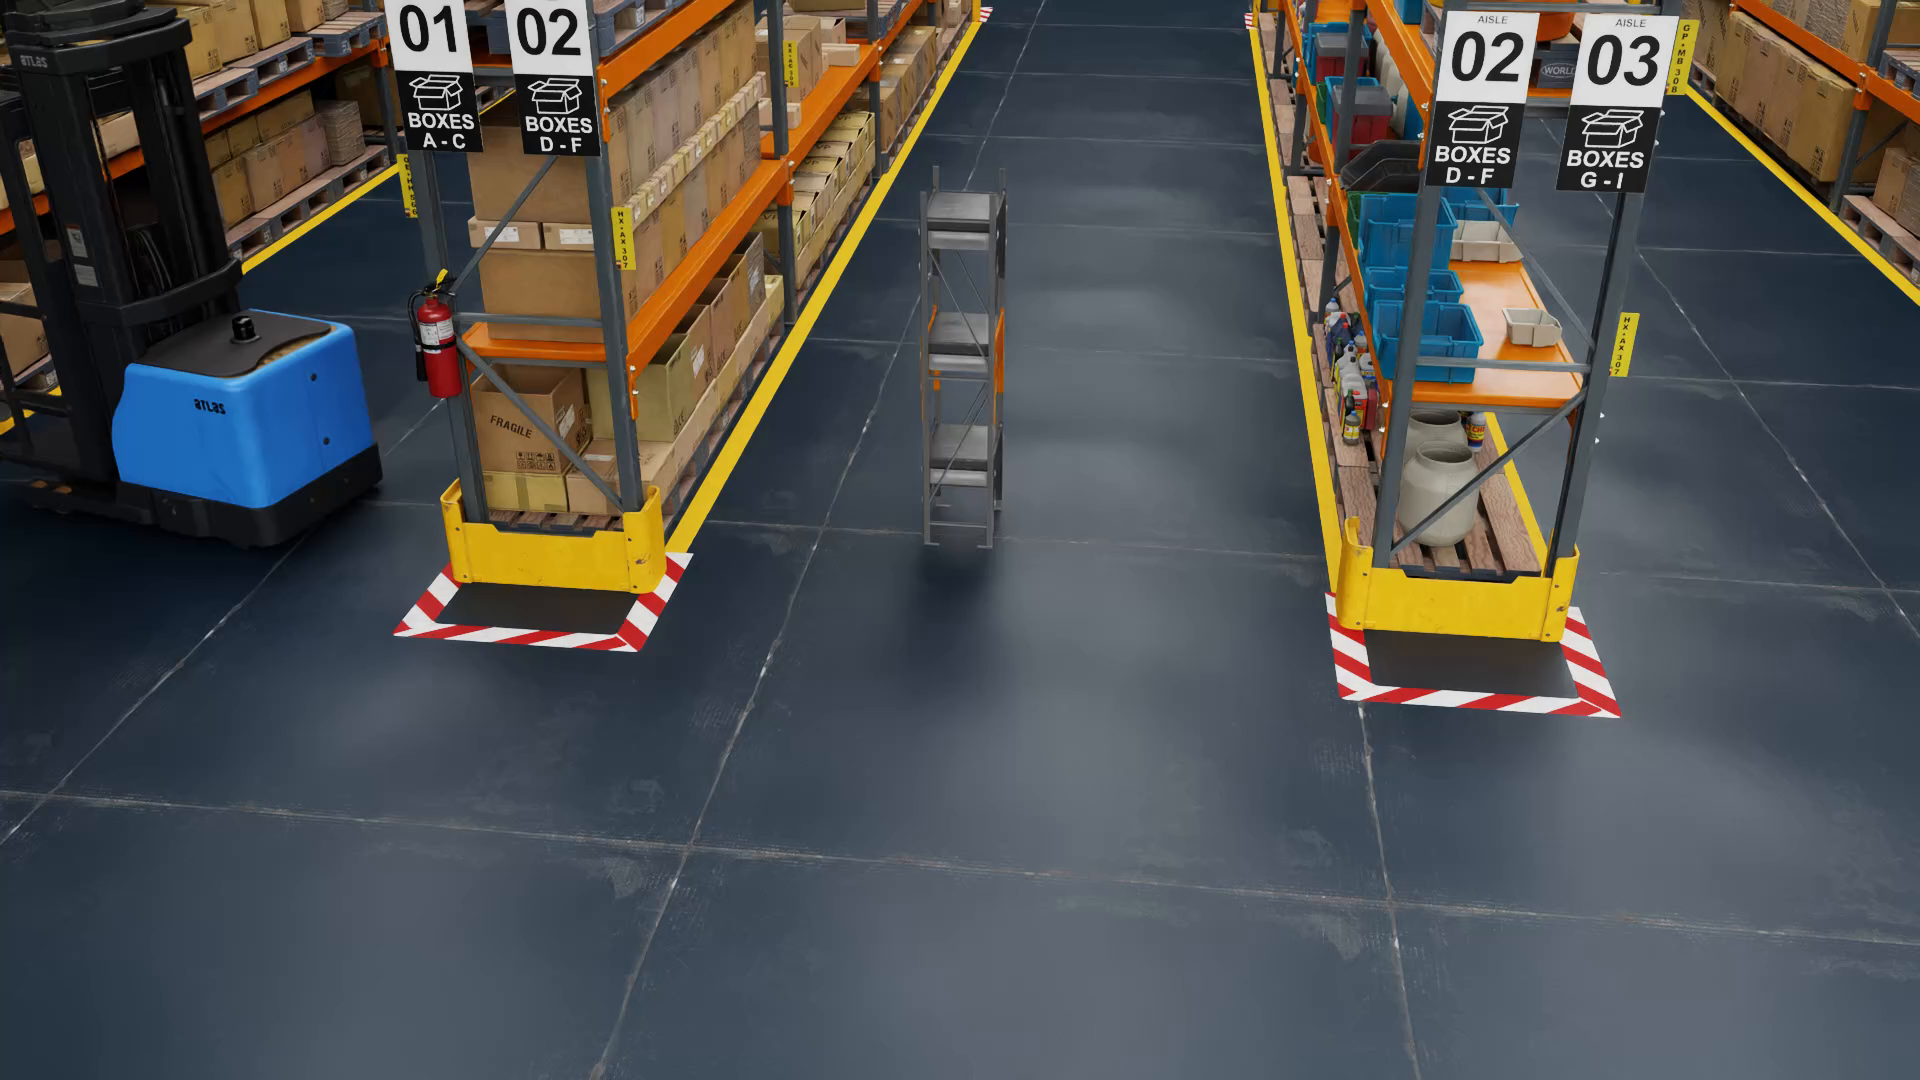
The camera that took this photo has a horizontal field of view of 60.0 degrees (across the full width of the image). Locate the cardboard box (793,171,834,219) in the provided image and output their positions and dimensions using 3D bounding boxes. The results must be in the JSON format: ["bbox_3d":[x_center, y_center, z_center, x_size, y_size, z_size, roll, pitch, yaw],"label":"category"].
[{"bbox_3d":[-1.338,-2.909,13.853,0.500,0.311,0.500,2,28,5],"label":"cardboard box"}]

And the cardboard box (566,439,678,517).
[{"bbox_3d":[-1.968,-0.360,9.712,0.500,0.250,0.500,3,28,6],"label":"cardboard box"}]

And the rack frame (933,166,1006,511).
[{"bbox_3d":[0.050,-1.117,9.610,0.400,2.100,0.015,3,28,6],"label":"rack frame"}]

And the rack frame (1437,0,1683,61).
[{"bbox_3d":[2.661,-3.498,6.754,1.000,3.000,0.127,3,28,6],"label":"rack frame"}]

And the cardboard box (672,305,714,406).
[{"bbox_3d":[-1.861,-1.162,10.409,0.500,0.500,0.500,3,28,6],"label":"cardboard box"}]

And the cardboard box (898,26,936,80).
[{"bbox_3d":[-0.561,-5.639,19.226,0.500,0.500,0.500,3,28,6],"label":"cardboard box"}]

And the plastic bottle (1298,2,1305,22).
[{"bbox_3d":[3.411,-5.233,16.510,0.097,0.201,0.097,0,28,0],"label":"plastic bottle"}]

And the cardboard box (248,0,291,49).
[{"bbox_3d":[-6.370,-4.626,14.605,0.700,0.500,0.500,3,28,6],"label":"cardboard box"}]

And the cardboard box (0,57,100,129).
[{"bbox_3d":[-6.488,-3.112,11.711,0.500,0.500,0.500,3,28,6],"label":"cardboard box"}]

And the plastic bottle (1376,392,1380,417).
[{"bbox_3d":[2.652,-0.892,10.730,0.097,0.201,0.097,0,28,0],"label":"plastic bottle"}]

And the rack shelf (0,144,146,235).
[{"bbox_3d":[-6.927,-2.057,11.164,1.077,0.370,4.000,3,28,6],"label":"rack shelf"}]

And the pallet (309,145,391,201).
[{"bbox_3d":[-6.289,-3.603,16.215,1.003,0.211,1.213,3,28,6],"label":"pallet"}]

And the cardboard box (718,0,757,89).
[{"bbox_3d":[-1.813,-3.435,11.490,0.700,0.500,0.500,3,29,6],"label":"cardboard box"}]

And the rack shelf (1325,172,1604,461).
[{"bbox_3d":[2.906,-1.481,10.095,1.077,0.370,4.000,3,28,6],"label":"rack shelf"}]

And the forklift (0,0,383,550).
[{"bbox_3d":[-5.147,-1.667,9.754,3.031,2.935,1.130,11,30,19],"label":"forklift"}]

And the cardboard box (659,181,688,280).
[{"bbox_3d":[-2.059,-1.890,9.990,0.700,0.500,0.500,4,29,7],"label":"cardboard box"}]

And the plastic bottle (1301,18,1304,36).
[{"bbox_3d":[3.340,-4.958,15.999,0.097,0.201,0.097,0,28,0],"label":"plastic bottle"}]

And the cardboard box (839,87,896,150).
[{"bbox_3d":[-0.935,-4.203,16.560,0.500,0.500,0.500,5,29,8],"label":"cardboard box"}]

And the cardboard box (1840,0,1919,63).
[{"bbox_3d":[8.371,-4.625,15.067,0.500,0.500,0.500,4,29,8],"label":"cardboard box"}]

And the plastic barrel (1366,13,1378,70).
[{"bbox_3d":[3.885,-4.446,14.697,0.600,0.536,0.708,3,28,6],"label":"plastic barrel"}]

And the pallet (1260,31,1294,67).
[{"bbox_3d":[4.330,-6.202,21.039,1.003,0.211,1.213,3,28,6],"label":"pallet"}]

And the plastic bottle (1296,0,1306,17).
[{"bbox_3d":[3.468,-5.426,16.711,0.144,0.351,0.185,3,28,6],"label":"plastic bottle"}]

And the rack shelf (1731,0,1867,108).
[{"bbox_3d":[8.802,-4.959,16.551,1.077,0.370,4.000,3,28,6],"label":"rack shelf"}]

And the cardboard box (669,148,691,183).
[{"bbox_3d":[-1.837,-2.254,9.982,0.380,0.149,0.250,3,28,6],"label":"cardboard box"}]

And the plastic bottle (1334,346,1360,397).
[{"bbox_3d":[2.565,-1.122,10.999,0.144,0.351,0.185,3,28,6],"label":"plastic bottle"}]

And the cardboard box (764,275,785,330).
[{"bbox_3d":[-1.605,-1.772,12.334,0.500,0.250,0.500,3,28,6],"label":"cardboard box"}]

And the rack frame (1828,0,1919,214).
[{"bbox_3d":[8.557,-4.334,14.633,1.000,3.000,0.127,3,28,6],"label":"rack frame"}]

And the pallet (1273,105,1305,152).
[{"bbox_3d":[3.848,-4.341,17.585,1.003,0.211,1.213,3,28,6],"label":"pallet"}]

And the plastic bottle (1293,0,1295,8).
[{"bbox_3d":[3.513,-5.655,17.219,0.097,0.271,0.097,0,28,0],"label":"plastic bottle"}]

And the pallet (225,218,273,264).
[{"bbox_3d":[-6.588,-2.454,14.083,1.003,0.211,1.213,3,28,6],"label":"pallet"}]

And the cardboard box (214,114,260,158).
[{"bbox_3d":[-6.497,-3.539,14.537,0.500,0.250,0.500,3,28,5],"label":"cardboard box"}]

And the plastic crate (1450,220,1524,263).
[{"bbox_3d":[3.203,-1.844,10.289,0.530,0.136,0.437,3,28,6],"label":"plastic crate"}]

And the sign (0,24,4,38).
[{"bbox_3d":[-7.233,-3.855,12.523,0.100,0.325,0.005,3,28,6],"label":"sign"}]

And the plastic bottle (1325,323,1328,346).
[{"bbox_3d":[2.652,-1.481,11.823,0.097,0.201,0.097,0,28,0],"label":"plastic bottle"}]

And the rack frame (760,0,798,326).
[{"bbox_3d":[-1.765,-3.029,12.210,1.000,3.000,0.127,3,28,6],"label":"rack frame"}]

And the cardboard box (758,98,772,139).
[{"bbox_3d":[-1.748,-3.197,12.680,0.500,0.250,0.500,5,29,9],"label":"cardboard box"}]

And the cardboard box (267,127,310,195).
[{"bbox_3d":[-6.439,-3.478,15.215,0.700,0.500,0.500,3,28,6],"label":"cardboard box"}]

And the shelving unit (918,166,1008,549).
[{"bbox_3d":[0.020,-1.002,9.397,0.431,2.100,0.503,3,28,6],"label":"shelving unit"}]

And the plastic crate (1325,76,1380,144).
[{"bbox_3d":[2.977,-3.270,12.673,0.392,0.384,0.575,3,28,6],"label":"plastic crate"}]

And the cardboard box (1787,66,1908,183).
[{"bbox_3d":[8.662,-3.908,15.638,1.225,0.875,0.875,2,28,4],"label":"cardboard box"}]

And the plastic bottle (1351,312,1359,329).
[{"bbox_3d":[2.770,-1.453,11.685,0.061,0.283,0.133,3,28,6],"label":"plastic bottle"}]

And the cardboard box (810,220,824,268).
[{"bbox_3d":[-1.405,-2.419,13.535,0.500,0.250,0.500,4,29,7],"label":"cardboard box"}]

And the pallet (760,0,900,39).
[{"bbox_3d":[-1.261,-5.151,16.350,1.213,0.211,1.003,3,28,6],"label":"pallet"}]

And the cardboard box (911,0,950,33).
[{"bbox_3d":[-0.559,-6.774,21.329,0.797,0.503,0.637,3,28,6],"label":"cardboard box"}]

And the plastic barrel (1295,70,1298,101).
[{"bbox_3d":[3.961,-5.178,17.968,0.600,0.901,0.708,3,28,6],"label":"plastic barrel"}]

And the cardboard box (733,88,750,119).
[{"bbox_3d":[-1.647,-2.978,11.327,0.380,0.149,0.250,3,28,5],"label":"cardboard box"}]

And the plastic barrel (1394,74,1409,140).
[{"bbox_3d":[3.486,-3.237,12.452,0.433,0.535,0.433,0,28,0],"label":"plastic barrel"}]

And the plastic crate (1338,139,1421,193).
[{"bbox_3d":[2.960,-2.473,11.243,0.767,0.338,0.504,3,28,6],"label":"plastic crate"}]

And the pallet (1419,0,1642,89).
[{"bbox_3d":[2.859,-2.478,8.223,1.003,0.211,1.213,3,28,6],"label":"pallet"}]

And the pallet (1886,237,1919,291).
[{"bbox_3d":[8.307,-2.166,13.549,1.003,0.211,1.213,3,28,6],"label":"pallet"}]

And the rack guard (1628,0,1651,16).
[{"bbox_3d":[9.540,-7.011,22.237,1.175,0.500,0.348,3,28,6],"label":"rack guard"}]

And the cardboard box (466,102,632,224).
[{"bbox_3d":[-2.179,-2.005,8.836,0.700,0.500,0.500,3,29,6],"label":"cardboard box"}]

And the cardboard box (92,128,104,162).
[{"bbox_3d":[-6.508,-2.783,11.891,0.500,0.250,0.500,3,29,6],"label":"cardboard box"}]

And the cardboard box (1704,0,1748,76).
[{"bbox_3d":[9.207,-5.773,19.100,0.875,0.875,0.875,3,28,6],"label":"cardboard box"}]

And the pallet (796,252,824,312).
[{"bbox_3d":[-1.713,-2.151,13.519,1.003,0.211,1.213,3,28,6],"label":"pallet"}]
